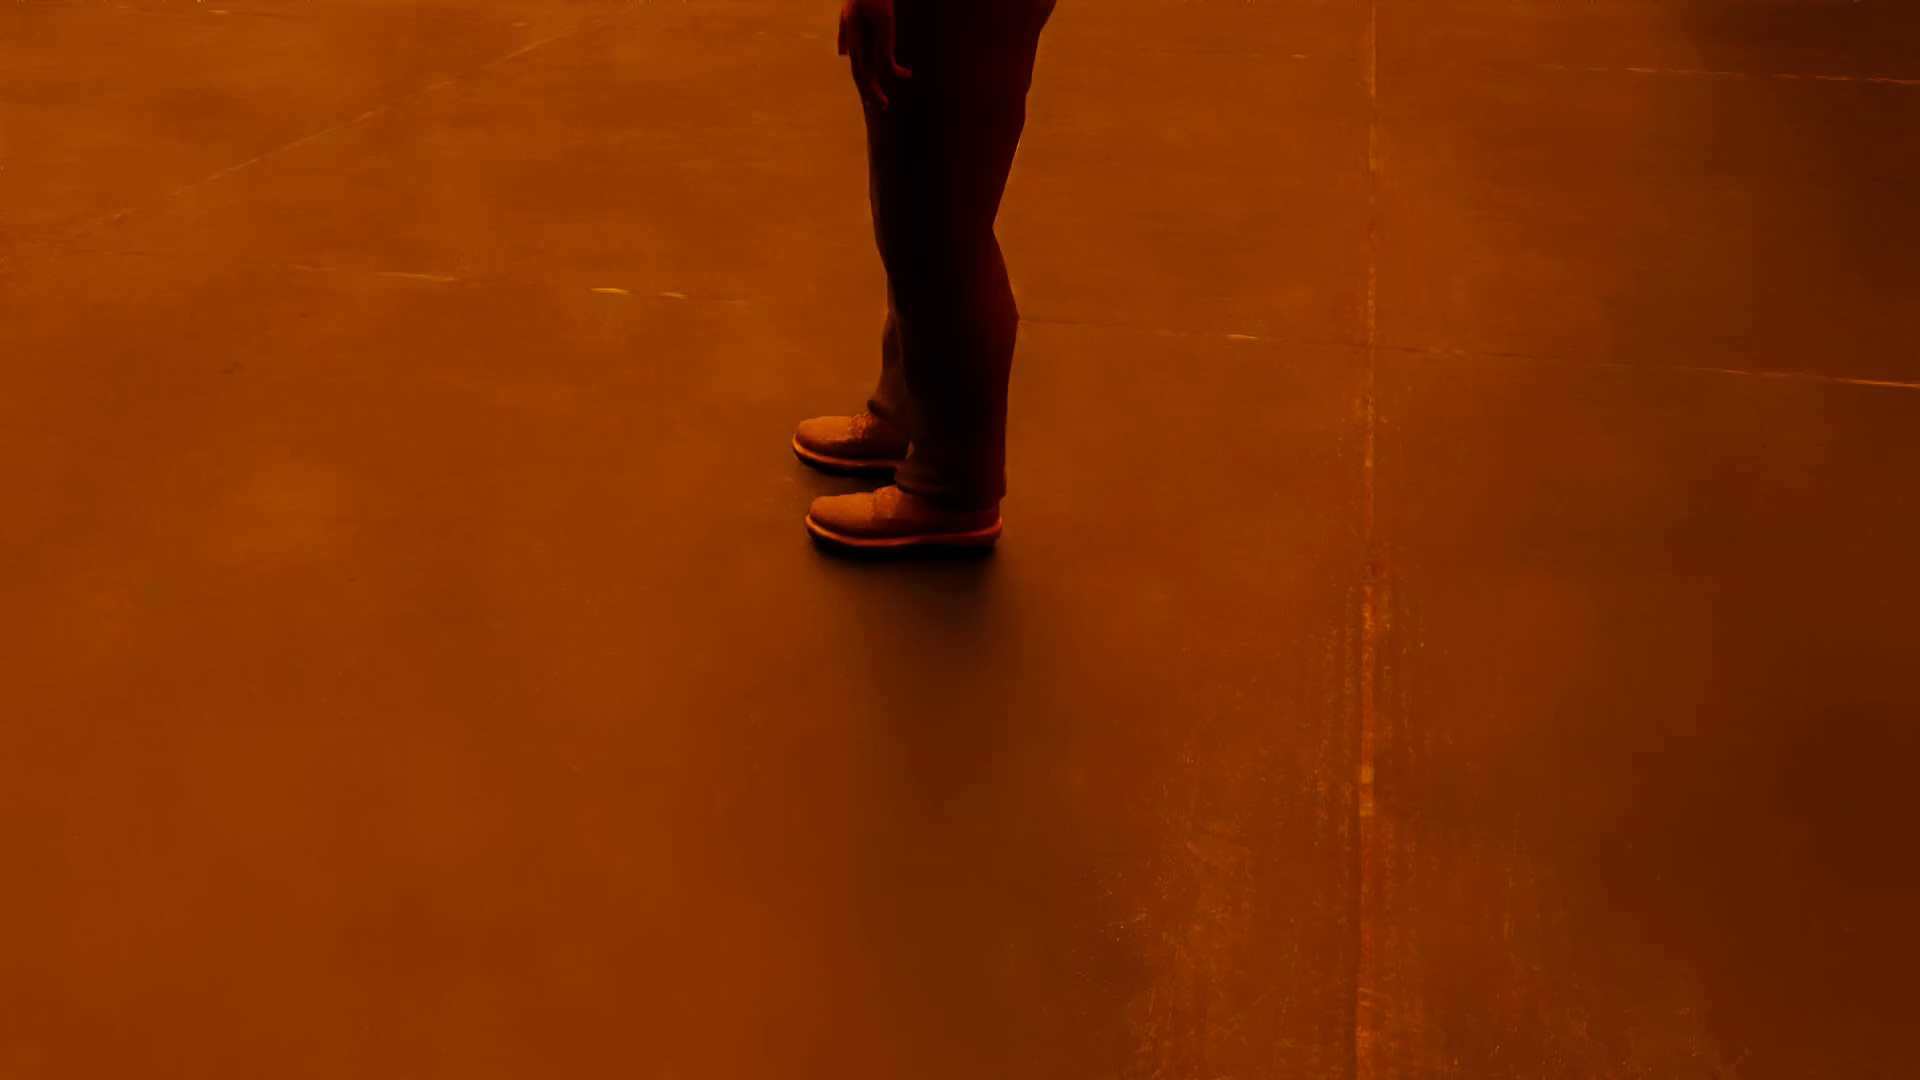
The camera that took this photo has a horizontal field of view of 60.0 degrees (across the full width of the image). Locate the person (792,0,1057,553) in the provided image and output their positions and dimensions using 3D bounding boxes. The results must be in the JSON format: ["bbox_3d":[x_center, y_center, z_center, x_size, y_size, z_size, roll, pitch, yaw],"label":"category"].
[{"bbox_3d":[-0.081,-0.762,2.158,0.503,1.654,0.570,6,27,11],"label":"person"}]
